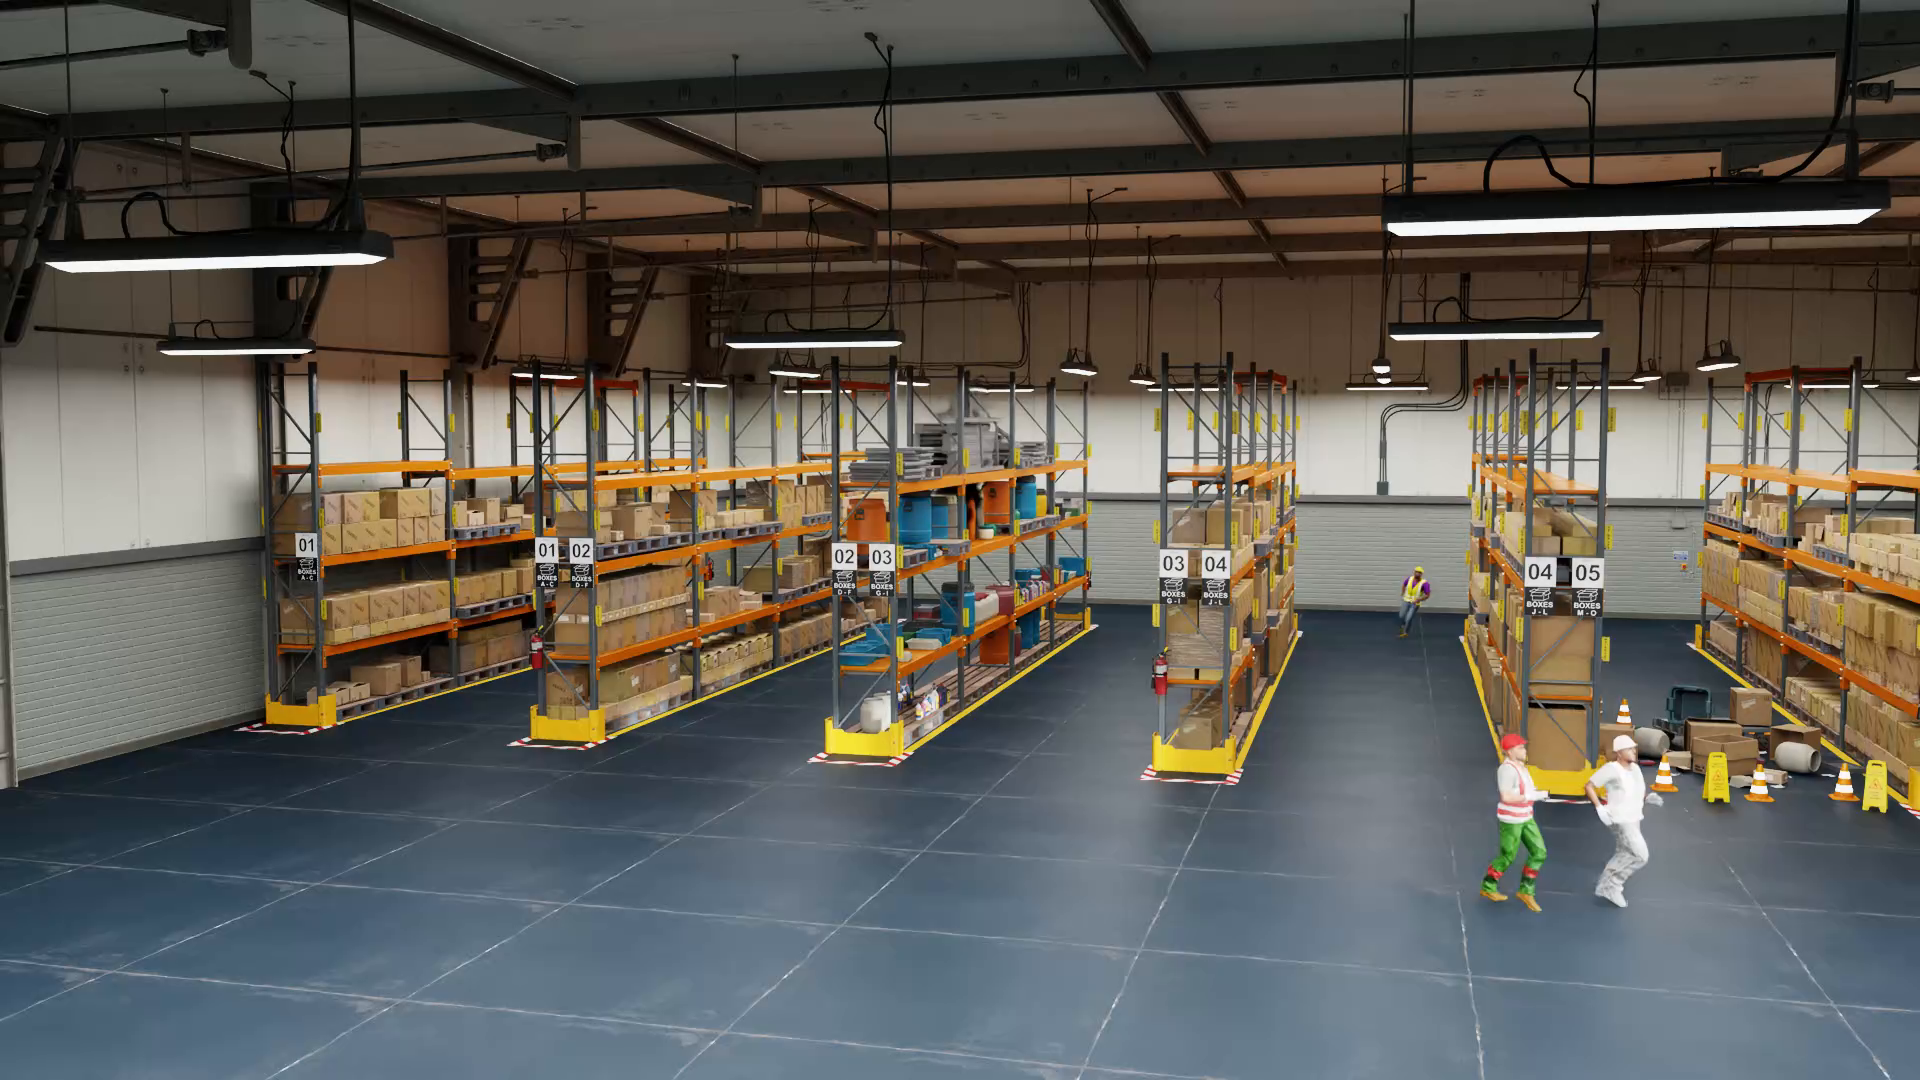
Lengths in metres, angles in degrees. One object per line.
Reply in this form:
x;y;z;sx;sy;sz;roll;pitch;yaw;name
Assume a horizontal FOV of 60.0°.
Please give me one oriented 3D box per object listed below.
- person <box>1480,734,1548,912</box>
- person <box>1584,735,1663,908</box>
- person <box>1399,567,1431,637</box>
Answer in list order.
5.722;2.908;17.088;0.720;1.839;0.631;4;6;43;person
6.885;2.905;17.157;0.660;1.768;0.682;-4;5;-43;person
10.556;1.447;38.657;0.778;1.681;0.603;2;5;30;person
